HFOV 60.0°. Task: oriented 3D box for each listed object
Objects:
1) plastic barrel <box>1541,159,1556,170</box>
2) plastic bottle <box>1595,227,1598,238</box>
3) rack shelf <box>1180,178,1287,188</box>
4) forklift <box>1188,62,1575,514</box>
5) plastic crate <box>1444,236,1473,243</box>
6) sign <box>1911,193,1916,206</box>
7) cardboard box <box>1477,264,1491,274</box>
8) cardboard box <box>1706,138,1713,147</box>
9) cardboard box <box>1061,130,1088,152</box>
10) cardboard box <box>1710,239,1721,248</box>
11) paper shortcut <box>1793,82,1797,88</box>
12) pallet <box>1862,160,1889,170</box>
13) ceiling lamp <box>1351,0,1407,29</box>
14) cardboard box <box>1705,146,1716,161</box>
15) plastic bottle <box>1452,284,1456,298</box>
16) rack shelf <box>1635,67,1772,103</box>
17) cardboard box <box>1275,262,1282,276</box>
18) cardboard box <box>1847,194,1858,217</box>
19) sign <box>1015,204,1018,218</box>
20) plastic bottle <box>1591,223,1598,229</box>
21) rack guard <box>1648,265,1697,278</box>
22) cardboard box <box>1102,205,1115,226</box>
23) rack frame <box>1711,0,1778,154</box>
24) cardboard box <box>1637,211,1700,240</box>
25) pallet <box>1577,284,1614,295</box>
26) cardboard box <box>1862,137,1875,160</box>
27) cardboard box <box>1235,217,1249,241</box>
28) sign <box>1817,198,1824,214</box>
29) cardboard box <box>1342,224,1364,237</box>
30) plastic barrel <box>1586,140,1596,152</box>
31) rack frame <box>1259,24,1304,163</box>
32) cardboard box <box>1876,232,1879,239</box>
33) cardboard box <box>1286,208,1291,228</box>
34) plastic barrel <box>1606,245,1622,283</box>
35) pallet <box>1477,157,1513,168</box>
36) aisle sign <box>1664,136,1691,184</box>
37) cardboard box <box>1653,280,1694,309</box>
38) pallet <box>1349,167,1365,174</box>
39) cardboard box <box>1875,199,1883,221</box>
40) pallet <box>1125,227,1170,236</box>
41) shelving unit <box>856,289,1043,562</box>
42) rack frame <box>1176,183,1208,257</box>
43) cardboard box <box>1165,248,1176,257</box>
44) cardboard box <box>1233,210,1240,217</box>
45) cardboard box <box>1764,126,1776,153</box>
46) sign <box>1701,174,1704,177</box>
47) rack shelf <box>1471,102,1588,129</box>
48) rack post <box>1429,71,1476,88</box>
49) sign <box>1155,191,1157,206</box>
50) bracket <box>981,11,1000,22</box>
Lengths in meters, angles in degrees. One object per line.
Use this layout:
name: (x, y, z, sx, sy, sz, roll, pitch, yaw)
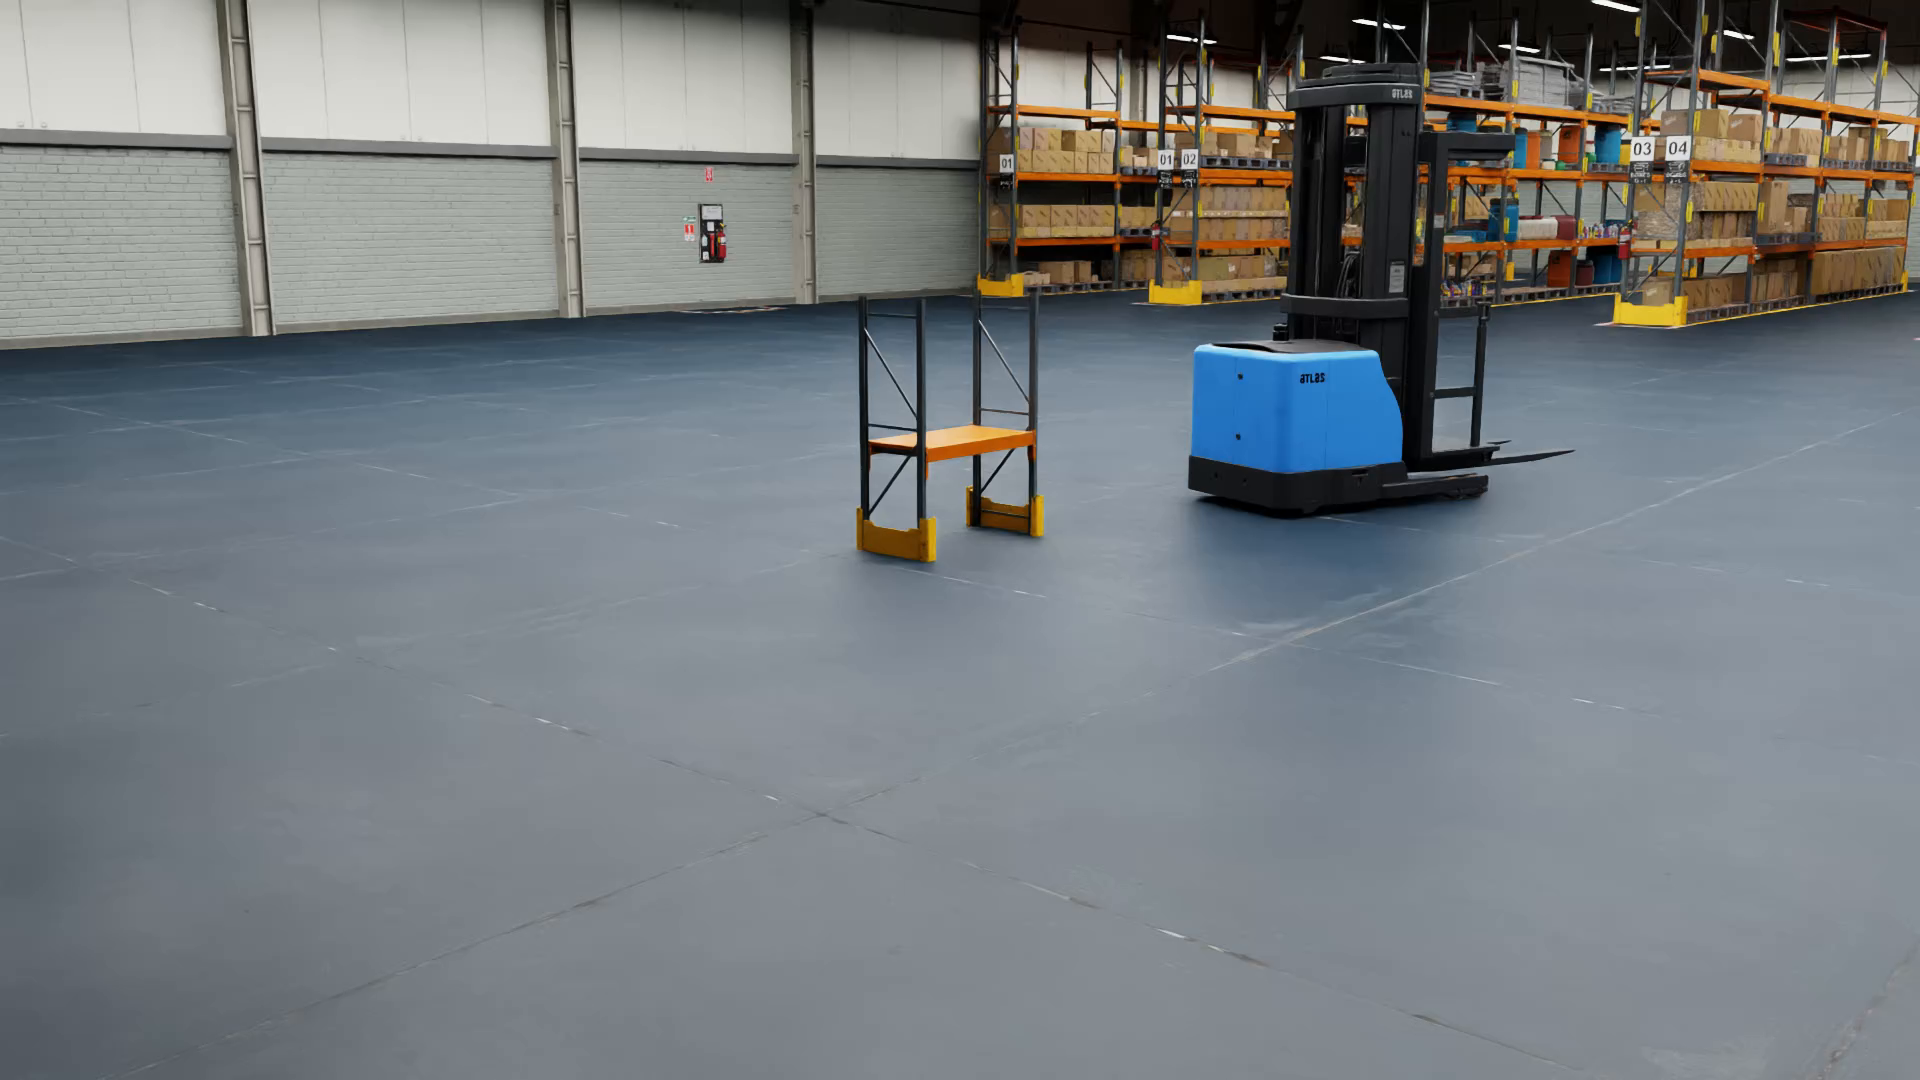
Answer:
plastic barrel: (12.944, -8.255, 36.578, 0.301, 0.262, 0.301, 0, 11, 0)
plastic bottle: (14.843, -7.178, 38.817, 0.097, 0.271, 0.097, 0, 11, 0)
rack shelf: (7.486, -9.763, 45.610, 1.077, 0.370, 4.000, 10, 15, 40)
forklift: (3.131, -1.797, 11.727, 3.031, 2.935, 1.130, -7, 13, -30)
plastic crate: (10.086, -6.080, 33.666, 0.530, 0.136, 0.437, 10, 15, 40)
sign: (23.007, -8.218, 40.135, 0.100, 0.325, 0.005, 10, 15, 40)
cardboard box: (14.347, -7.507, 46.035, 0.500, 0.250, 0.500, 10, 15, 40)
cardboard box: (12.954, -6.965, 29.131, 0.380, 0.149, 0.250, 11, 15, 43)
cardboard box: (2.708, -9.513, 39.663, 0.500, 0.500, 0.500, 9, 14, 38)
cardboard box: (13.478, -5.348, 29.970, 0.380, 0.149, 0.250, 10, 15, 40)
paper shortcut: (17.805, -9.701, 35.452, 0.009, 0.170, 0.078, 23, -8, 37)
pallet: (20.517, -8.564, 37.998, 1.003, 0.211, 1.213, 10, 15, 40)
ceiling lamp: (9.187, -12.556, 35.199, 0.800, 3.185, 2.000, 10, 15, 40)
cardboard box: (12.895, -6.763, 29.140, 0.500, 0.250, 0.500, 9, 15, 39)
plastic bottle: (9.984, -5.047, 33.664, 0.097, 0.271, 0.097, 0, 11, 0)
rack shelf: (13.368, -8.134, 29.804, 1.077, 0.370, 4.000, 10, 15, 40)
cardboard box: (7.301, -6.351, 38.866, 0.500, 0.311, 0.500, 10, 15, 40)
cardboard box: (19.553, -7.463, 37.103, 0.797, 0.503, 0.637, 9, 15, 39)
sign: (1.293, -7.528, 38.031, 0.100, 0.325, 0.005, 10, 15, 40)
plastic bottle: (14.957, -7.294, 39.197, 0.144, 0.351, 0.185, 10, 15, 40)
rack guard: (18.895, -7.026, 44.110, 1.175, 0.500, 0.348, 10, 15, 40)
cardboard box: (3.446, -7.956, 40.804, 0.500, 0.500, 0.500, 10, 15, 40)
rack frame: (14.688, -8.782, 31.206, 1.000, 3.000, 0.127, 10, 15, 40)
cardboard box: (12.431, -5.524, 29.196, 0.875, 0.500, 0.500, 10, 15, 40)
pallet: (14.902, -6.002, 39.722, 1.003, 0.211, 1.213, 10, 15, 40)
cardboard box: (20.440, -8.915, 37.948, 0.700, 0.500, 0.500, 9, 14, 37)
cardboard box: (5.946, -6.877, 36.731, 0.700, 0.500, 0.500, 10, 15, 42)
sign: (17.742, -6.889, 34.290, 0.100, 0.325, 0.005, 10, 15, 40)
cardboard box: (9.616, -7.619, 40.925, 0.500, 0.311, 0.500, 11, 16, 44)
plastic barrel: (14.665, -9.093, 39.002, 0.433, 0.535, 0.433, 0, 11, 0)
rack frame: (7.249, -10.064, 37.622, 1.000, 3.000, 0.127, 10, 15, 40)
cardboard box: (20.933, -7.011, 38.297, 0.380, 0.149, 0.250, 9, 15, 39)
cardboard box: (9.177, -9.163, 47.666, 0.980, 0.700, 0.700, 10, 15, 41)
plastic barrel: (15.876, -6.757, 40.668, 0.600, 0.901, 0.708, 10, 15, 40)
pallet: (10.564, -7.740, 34.130, 1.213, 0.211, 1.003, 10, 15, 40)
aisle sign: (12.232, -6.479, 28.353, 0.394, 0.787, 0.004, 10, 15, 40)
cardboard box: (12.841, -4.414, 29.963, 0.500, 0.500, 0.500, -7, 13, -33)
pallet: (9.508, -8.977, 40.323, 1.213, 0.211, 1.003, 11, 16, 43)
cardboard box: (20.808, -7.566, 38.144, 0.500, 0.500, 0.500, 10, 15, 40)
pallet: (4.890, -7.960, 42.894, 1.003, 0.211, 1.213, 10, 15, 40)
shelving unit: (-0.050, -0.724, 10.008, 0.587, 1.500, 1.083, 10, 15, 40)
rack frame: (6.166, -8.350, 44.360, 1.000, 3.000, 0.127, 10, 15, 40)
cardboard box: (5.306, -7.519, 43.544, 0.500, 0.250, 0.500, 10, 15, 41)
cardboard box: (5.878, -7.120, 36.289, 0.380, 0.149, 0.250, 10, 15, 40)
cardboard box: (15.072, -7.624, 31.731, 0.797, 0.503, 0.637, 9, 14, 38)
sign: (19.312, -9.597, 43.212, 0.100, 0.325, 0.005, 10, 15, 40)
rack shelf: (12.287, -9.168, 35.995, 1.077, 0.370, 4.000, 10, 15, 40)
rack post: (9.582, -9.086, 32.921, 0.937, 0.300, 0.954, 9, 15, 39)
sign: (4.210, -7.289, 35.488, 0.100, 0.325, 0.005, 10, 15, 40)
bracket: (0.690, -11.988, 38.067, 0.235, 0.232, 0.430, 10, 15, 40)
